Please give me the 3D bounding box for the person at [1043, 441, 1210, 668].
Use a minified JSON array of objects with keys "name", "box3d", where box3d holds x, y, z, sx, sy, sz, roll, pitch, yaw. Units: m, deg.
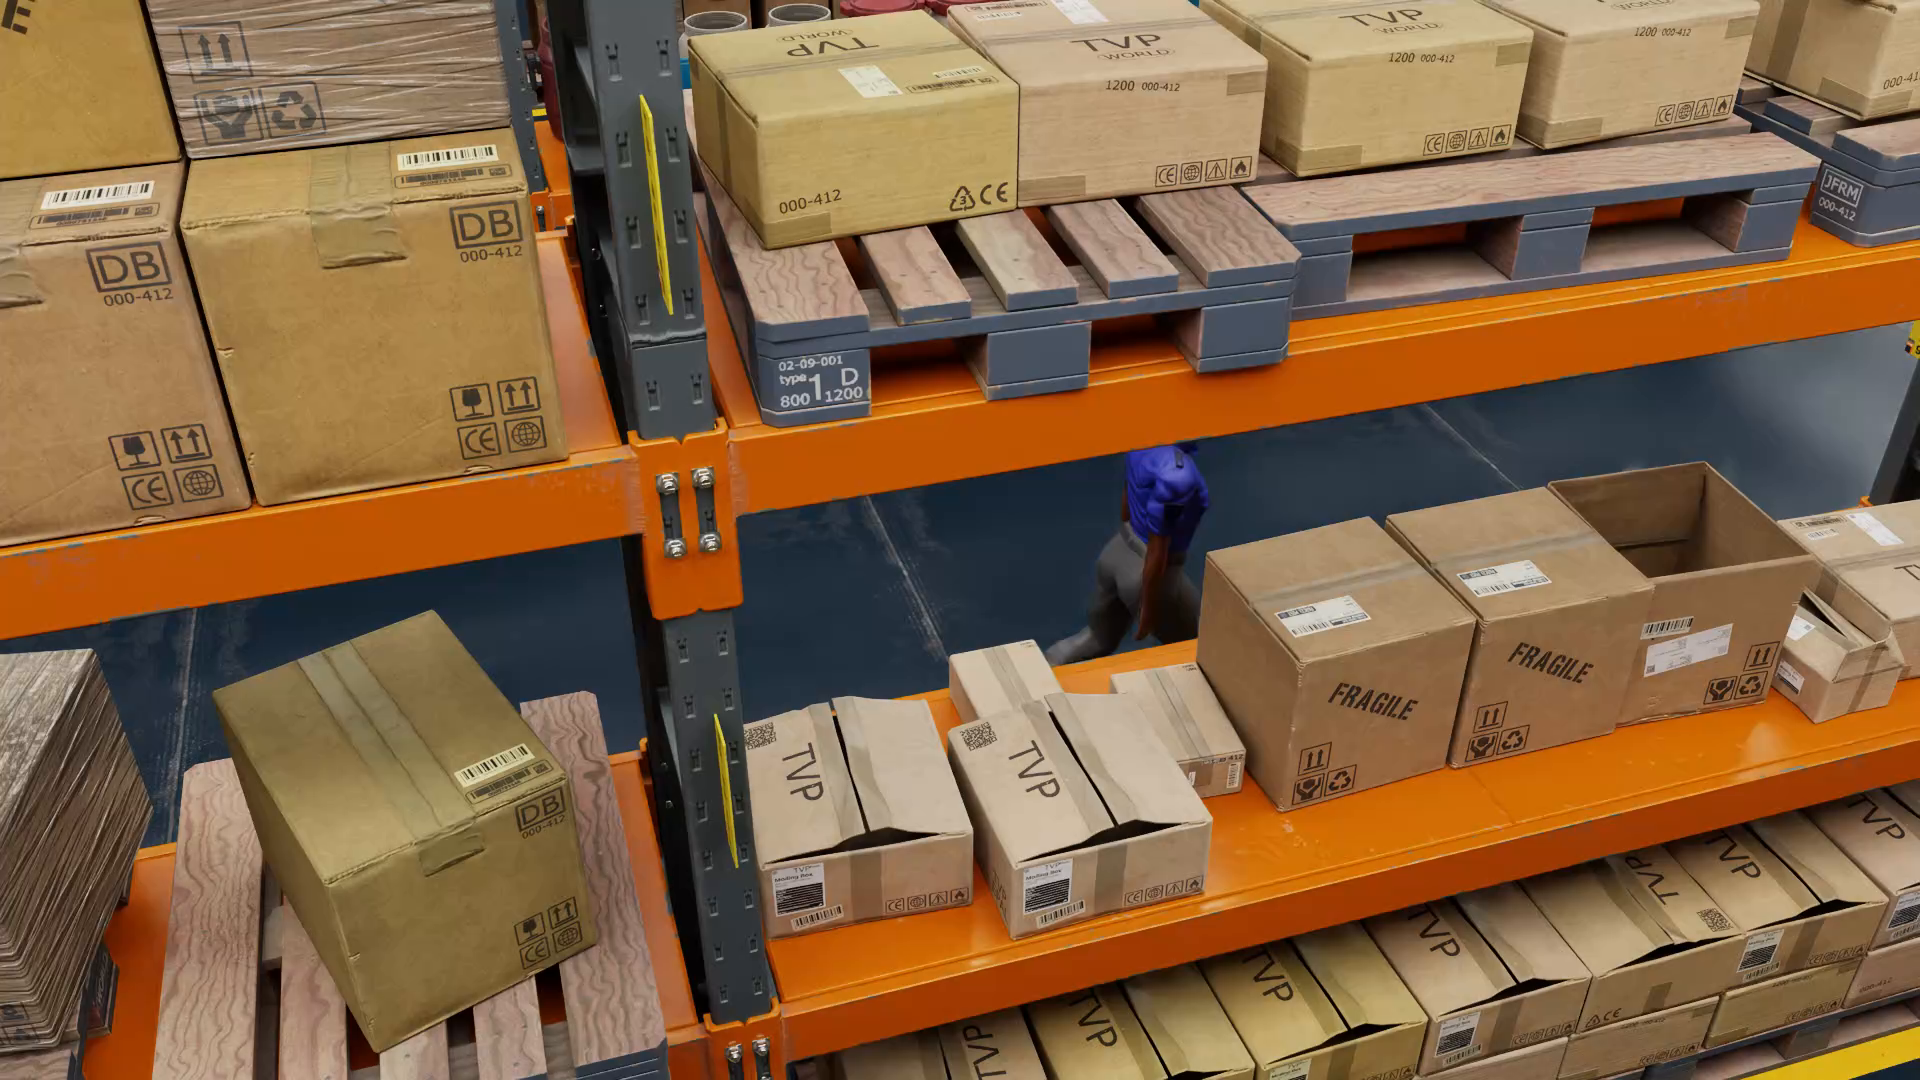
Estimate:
[{"name":"person","box3d":[0.608,0.109,6.003,0.987,1.606,0.449,-9,35,-13]}]
